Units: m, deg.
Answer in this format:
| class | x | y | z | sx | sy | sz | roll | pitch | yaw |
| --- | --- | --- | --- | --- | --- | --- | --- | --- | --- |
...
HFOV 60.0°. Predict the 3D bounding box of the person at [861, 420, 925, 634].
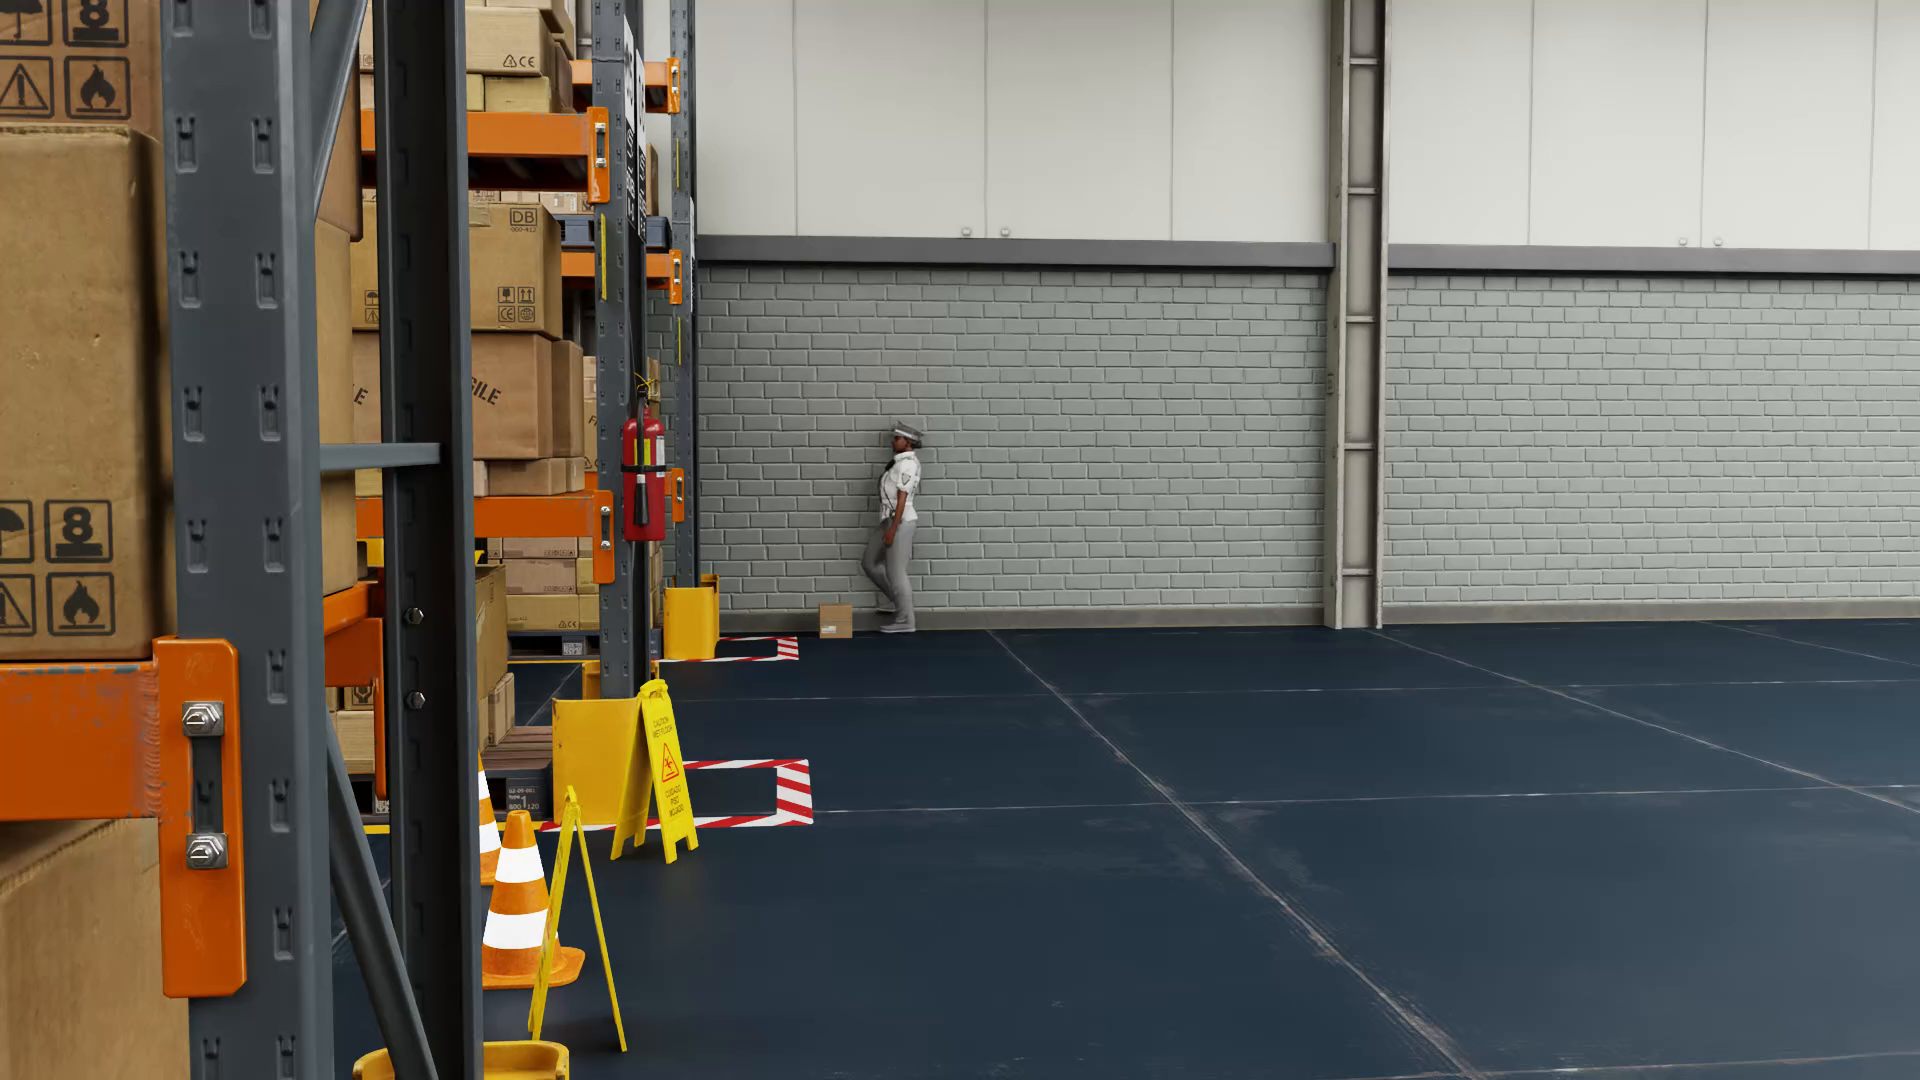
| class | x | y | z | sx | sy | sz | roll | pitch | yaw |
| --- | --- | --- | --- | --- | --- | --- | --- | --- | --- |
| person | -0.530 | -0.103 | 13.140 | 0.502 | 1.668 | 0.437 | 0 | 3 | -5 |
